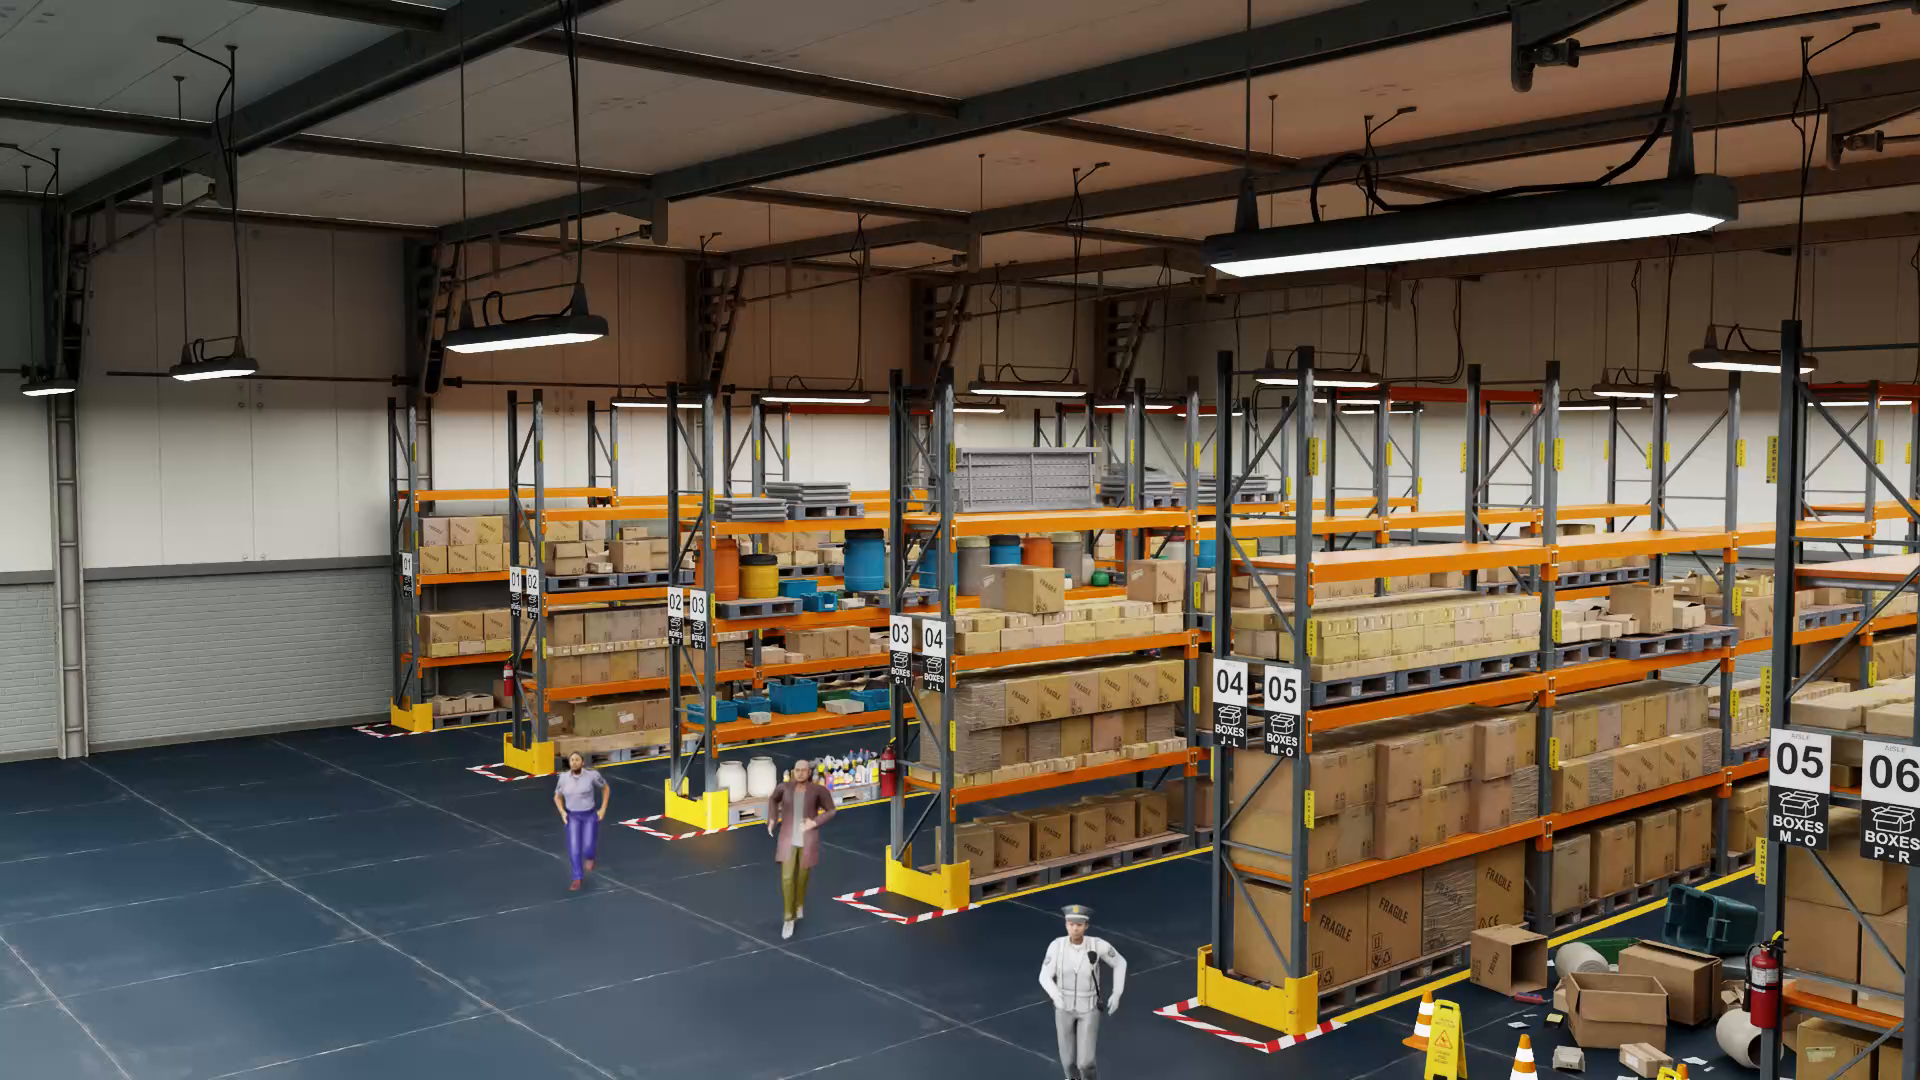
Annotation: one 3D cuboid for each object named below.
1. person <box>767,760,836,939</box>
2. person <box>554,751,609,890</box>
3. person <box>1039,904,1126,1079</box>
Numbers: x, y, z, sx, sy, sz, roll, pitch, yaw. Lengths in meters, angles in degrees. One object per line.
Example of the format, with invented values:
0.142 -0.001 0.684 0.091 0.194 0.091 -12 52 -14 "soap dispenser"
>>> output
-1.685 3.254 17.712 0.734 1.858 0.838 0 3 0 "person"
-4.401 3.245 19.341 0.622 1.616 0.600 0 3 -4 "person"
0.912 3.588 12.627 0.639 1.677 0.614 1 3 14 "person"
